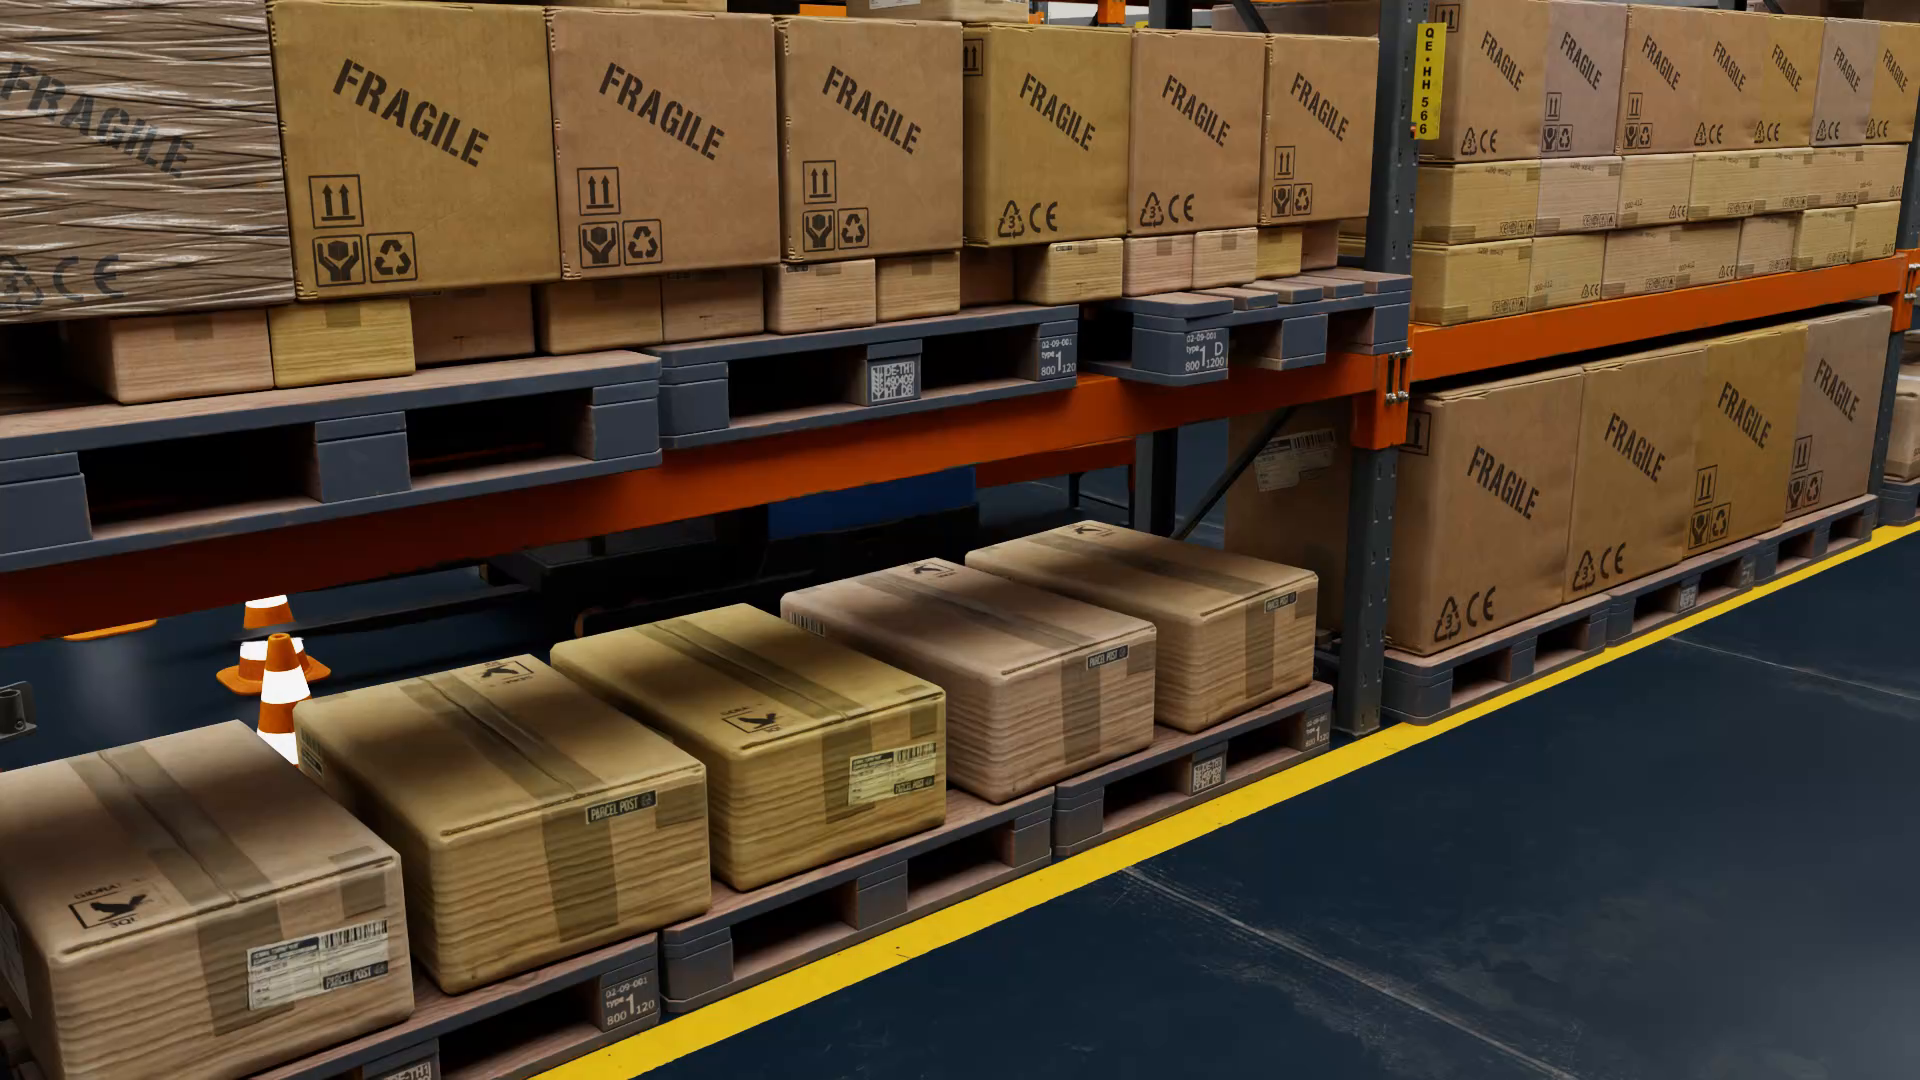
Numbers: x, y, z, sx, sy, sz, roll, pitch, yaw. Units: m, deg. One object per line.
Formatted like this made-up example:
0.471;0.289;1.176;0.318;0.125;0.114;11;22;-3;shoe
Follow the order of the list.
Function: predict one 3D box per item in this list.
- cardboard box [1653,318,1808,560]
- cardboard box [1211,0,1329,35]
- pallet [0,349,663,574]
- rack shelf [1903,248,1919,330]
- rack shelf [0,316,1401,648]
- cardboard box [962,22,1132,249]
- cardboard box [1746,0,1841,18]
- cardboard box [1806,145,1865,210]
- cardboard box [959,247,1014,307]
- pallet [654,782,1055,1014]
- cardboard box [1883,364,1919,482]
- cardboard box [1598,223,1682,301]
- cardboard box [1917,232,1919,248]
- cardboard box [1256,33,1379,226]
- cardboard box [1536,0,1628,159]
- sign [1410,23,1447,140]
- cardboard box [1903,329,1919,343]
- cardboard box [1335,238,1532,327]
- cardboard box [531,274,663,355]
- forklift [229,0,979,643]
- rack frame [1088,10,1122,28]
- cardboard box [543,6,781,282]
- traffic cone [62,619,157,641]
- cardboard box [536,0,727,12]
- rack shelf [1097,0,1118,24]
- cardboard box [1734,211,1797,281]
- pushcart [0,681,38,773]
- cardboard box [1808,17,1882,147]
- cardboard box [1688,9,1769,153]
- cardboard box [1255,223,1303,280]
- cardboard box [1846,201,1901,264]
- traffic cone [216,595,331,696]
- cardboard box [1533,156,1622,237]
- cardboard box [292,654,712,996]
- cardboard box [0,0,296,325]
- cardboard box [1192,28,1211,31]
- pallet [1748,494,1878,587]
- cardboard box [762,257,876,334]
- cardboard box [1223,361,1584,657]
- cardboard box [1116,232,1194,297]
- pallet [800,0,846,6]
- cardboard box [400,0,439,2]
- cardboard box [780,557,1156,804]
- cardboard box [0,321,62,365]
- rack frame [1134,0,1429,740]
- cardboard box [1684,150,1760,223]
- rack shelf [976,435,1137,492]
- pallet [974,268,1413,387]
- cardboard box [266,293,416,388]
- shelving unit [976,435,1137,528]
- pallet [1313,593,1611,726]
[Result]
2.919;-0.493;7.086;0.875;0.875;0.875;-12;19;-38;cardboard box
1.212;-1.584;5.735;0.500;0.500;0.500;-13;20;-41;cardboard box
-1.352;-0.245;3.225;1.213;0.211;1.003;-13;19;-39;pallet
5.520;-1.583;9.257;4.000;0.370;1.077;-13;19;-39;rack shelf
-0.515;-0.228;4.183;4.000;0.370;1.077;-13;19;-39;rack shelf
0.070;-1.002;4.106;0.500;0.500;0.500;-14;21;-43;cardboard box
4.034;-2.550;8.097;0.250;0.149;0.380;-13;20;-40;cardboard box
3.466;-1.552;7.071;0.500;0.250;0.500;-12;19;-38;cardboard box
-0.081;-0.675;4.136;0.250;0.149;0.380;-12;19;-39;cardboard box
-0.517;0.771;4.454;1.213;0.211;1.003;-13;19;-39;pallet
4.555;-0.642;8.492;0.875;0.438;0.875;-13;20;-40;cardboard box
2.303;-1.054;6.172;0.500;0.250;0.500;-12;19;-38;cardboard box
4.537;-1.668;7.990;0.500;0.500;0.500;-12;19;-38;cardboard box
0.833;-1.178;4.762;0.500;0.500;0.500;-13;20;-41;cardboard box
1.894;-1.567;5.673;0.500;0.500;0.500;-13;19;-39;cardboard box
1.357;-1.331;4.830;0.005;0.325;0.100;-13;19;-39;sign
5.911;-0.946;9.631;0.875;0.438;0.875;-12;19;-38;cardboard box
1.528;-0.875;5.505;0.500;0.250;0.500;-13;20;-40;cardboard box
-0.820;-0.489;3.441;0.250;0.149;0.380;-12;19;-39;cardboard box
-1.413;-1.156;6.398;3.031;2.935;1.130;-10;18;-34;forklift
0.685;-2.538;11.439;0.127;3.000;1.000;-13;19;-39;rack frame
-0.723;-0.821;3.427;0.500;0.500;0.500;-13;20;-40;cardboard box
-3.347;0.110;6.443;0.334;0.463;0.336;-13;19;-39;traffic cone
-0.685;-1.159;3.437;0.250;0.149;0.380;-11;19;-36;cardboard box
-0.823;-3.301;9.877;4.000;0.370;1.077;-13;19;-39;rack shelf
3.060;-1.226;6.819;0.500;0.250;0.500;-13;20;-41;cardboard box
-3.559;0.595;4.790;1.648;0.377;0.936;8;17;28;pushcart
3.453;-1.909;6.954;0.500;0.500;0.500;-12;19;-38;cardboard box
2.677;-1.737;6.307;0.500;0.500;0.500;-12;19;-38;cardboard box
0.746;-0.835;4.735;0.250;0.149;0.380;-12;19;-39;cardboard box
3.838;-1.394;7.447;0.500;0.250;0.500;-13;20;-41;cardboard box
-2.445;0.263;5.869;0.334;0.463;0.336;-13;19;-39;traffic cone
1.928;-1.208;5.782;0.500;0.250;0.500;-12;19;-38;cardboard box
-1.090;0.619;3.900;0.625;0.372;0.950;-11;19;-36;cardboard box
-1.482;-0.655;2.805;0.500;0.500;0.500;-12;19;-38;cardboard box
1.567;-3.333;11.707;0.500;0.500;0.500;-13;20;-41;cardboard box
3.478;-0.099;7.711;1.213;0.211;1.003;-13;19;-39;pallet
-0.398;-0.565;3.727;0.250;0.149;0.380;-12;19;-37;cardboard box
1.569;-0.191;5.956;0.875;0.875;0.875;-13;20;-40;cardboard box
0.390;-0.742;4.389;0.250;0.149;0.380;-14;20;-42;cardboard box
-0.950;-5.269;16.024;1.213;0.211;1.003;-13;19;-39;pallet
-1.313;-1.186;3.537;0.250;0.149;0.380;-13;20;-41;cardboard box
0.009;0.373;4.819;0.625;0.372;0.950;-13;20;-40;cardboard box
-1.817;-0.459;3.328;0.250;0.149;0.380;-12;19;-39;cardboard box
0.993;-0.914;5.359;0.127;3.000;1.000;-13;19;-39;rack frame
2.704;-1.373;6.401;0.500;0.250;0.500;-12;19;-38;cardboard box
0.290;-0.344;7.805;1.000;0.278;0.538;-10;18;-34;rack shelf
0.526;-0.680;4.854;1.003;0.211;1.213;-13;19;-39;pallet
-1.206;-0.390;3.072;0.250;0.149;0.380;-12;19;-38;cardboard box
0.290;-0.580;7.742;1.048;1.125;0.538;-10;18;-34;shelving unit
1.638;0.314;6.164;1.213;0.211;1.003;-13;19;-39;pallet
